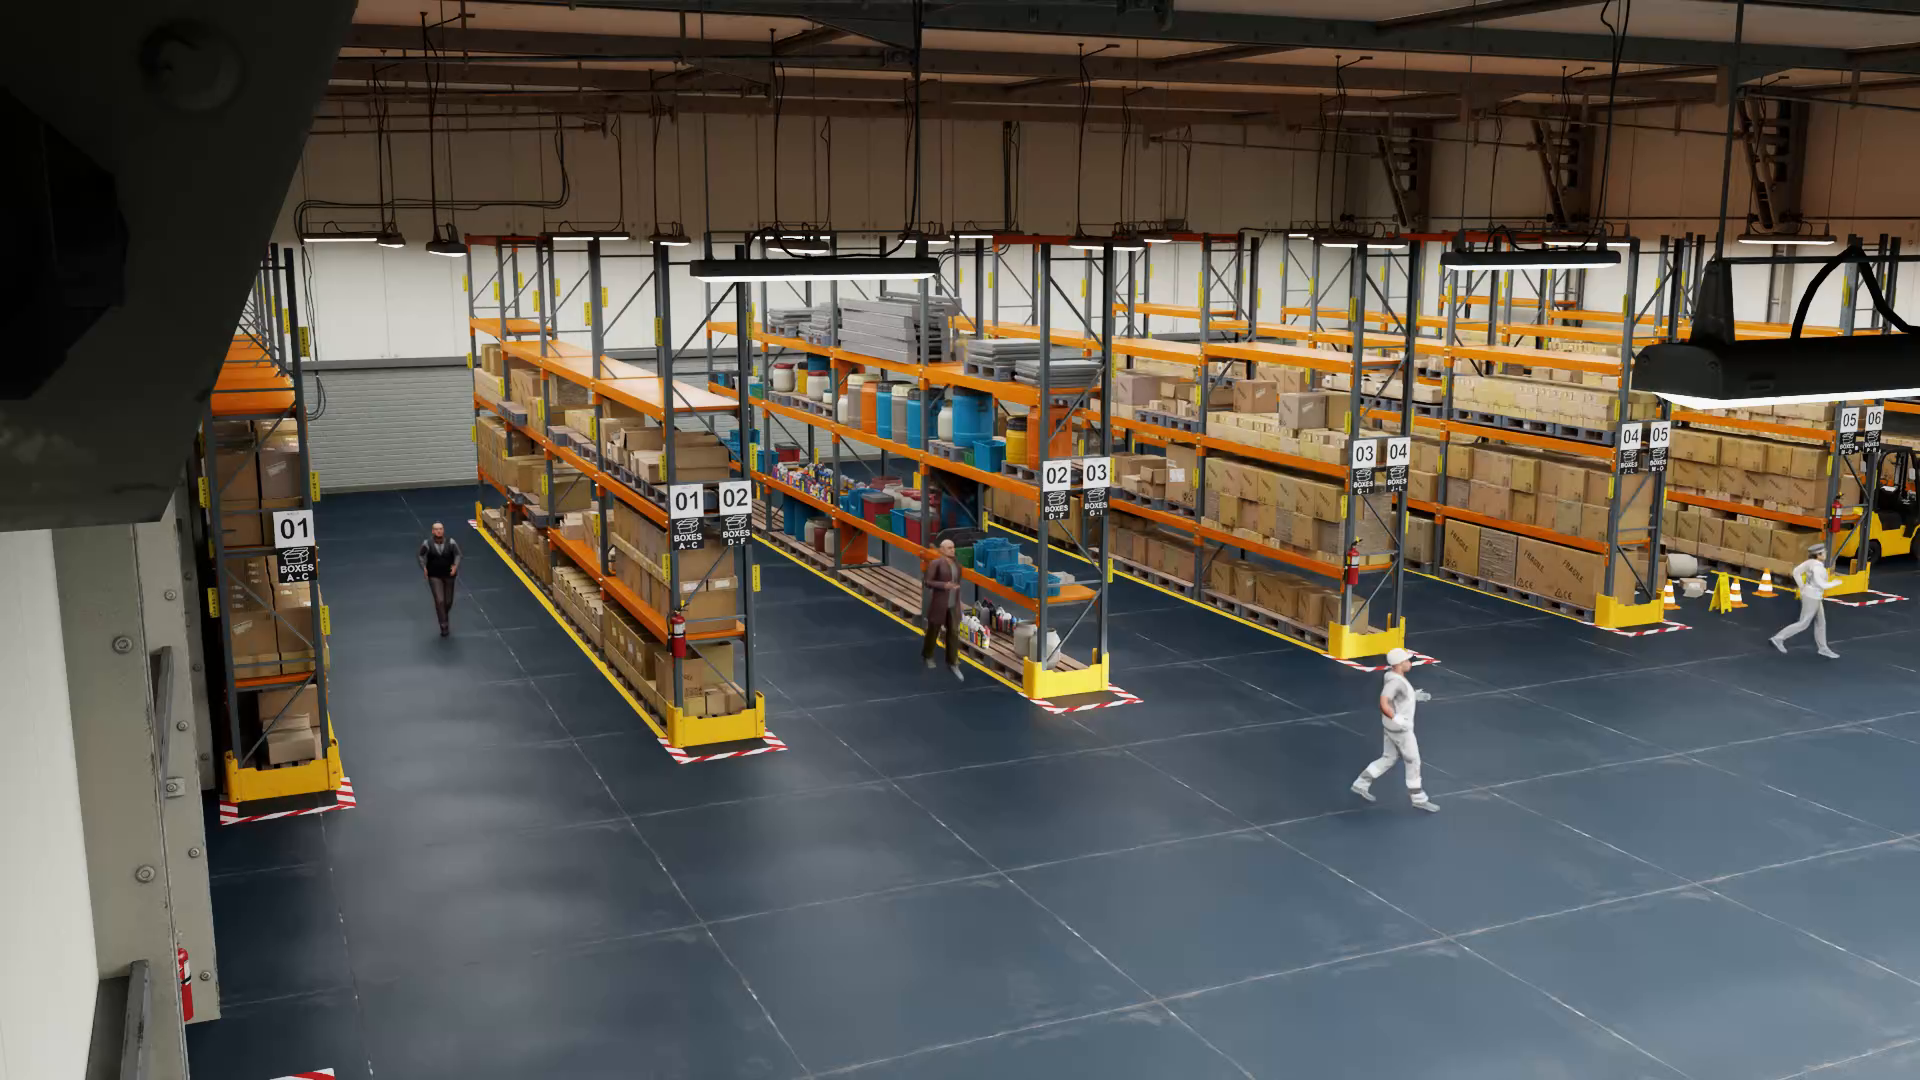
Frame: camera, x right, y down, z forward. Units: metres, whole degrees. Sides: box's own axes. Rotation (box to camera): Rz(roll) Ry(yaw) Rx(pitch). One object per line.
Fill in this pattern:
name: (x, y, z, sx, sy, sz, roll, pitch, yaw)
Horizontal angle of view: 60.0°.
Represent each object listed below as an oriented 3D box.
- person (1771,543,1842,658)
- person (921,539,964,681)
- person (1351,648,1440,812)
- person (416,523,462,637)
person: (12.312, 0.862, 24.101, 0.938, 1.686, 0.606, 4, 12, 18)
person: (-0.214, 0.917, 22.307, 0.687, 1.891, 0.801, -8, 13, -35)
person: (4.703, 2.022, 17.820, 0.948, 1.782, 0.656, 0, 11, 2)
person: (-8.034, 0.576, 25.743, 0.672, 1.720, 0.819, -5, 12, -25)
